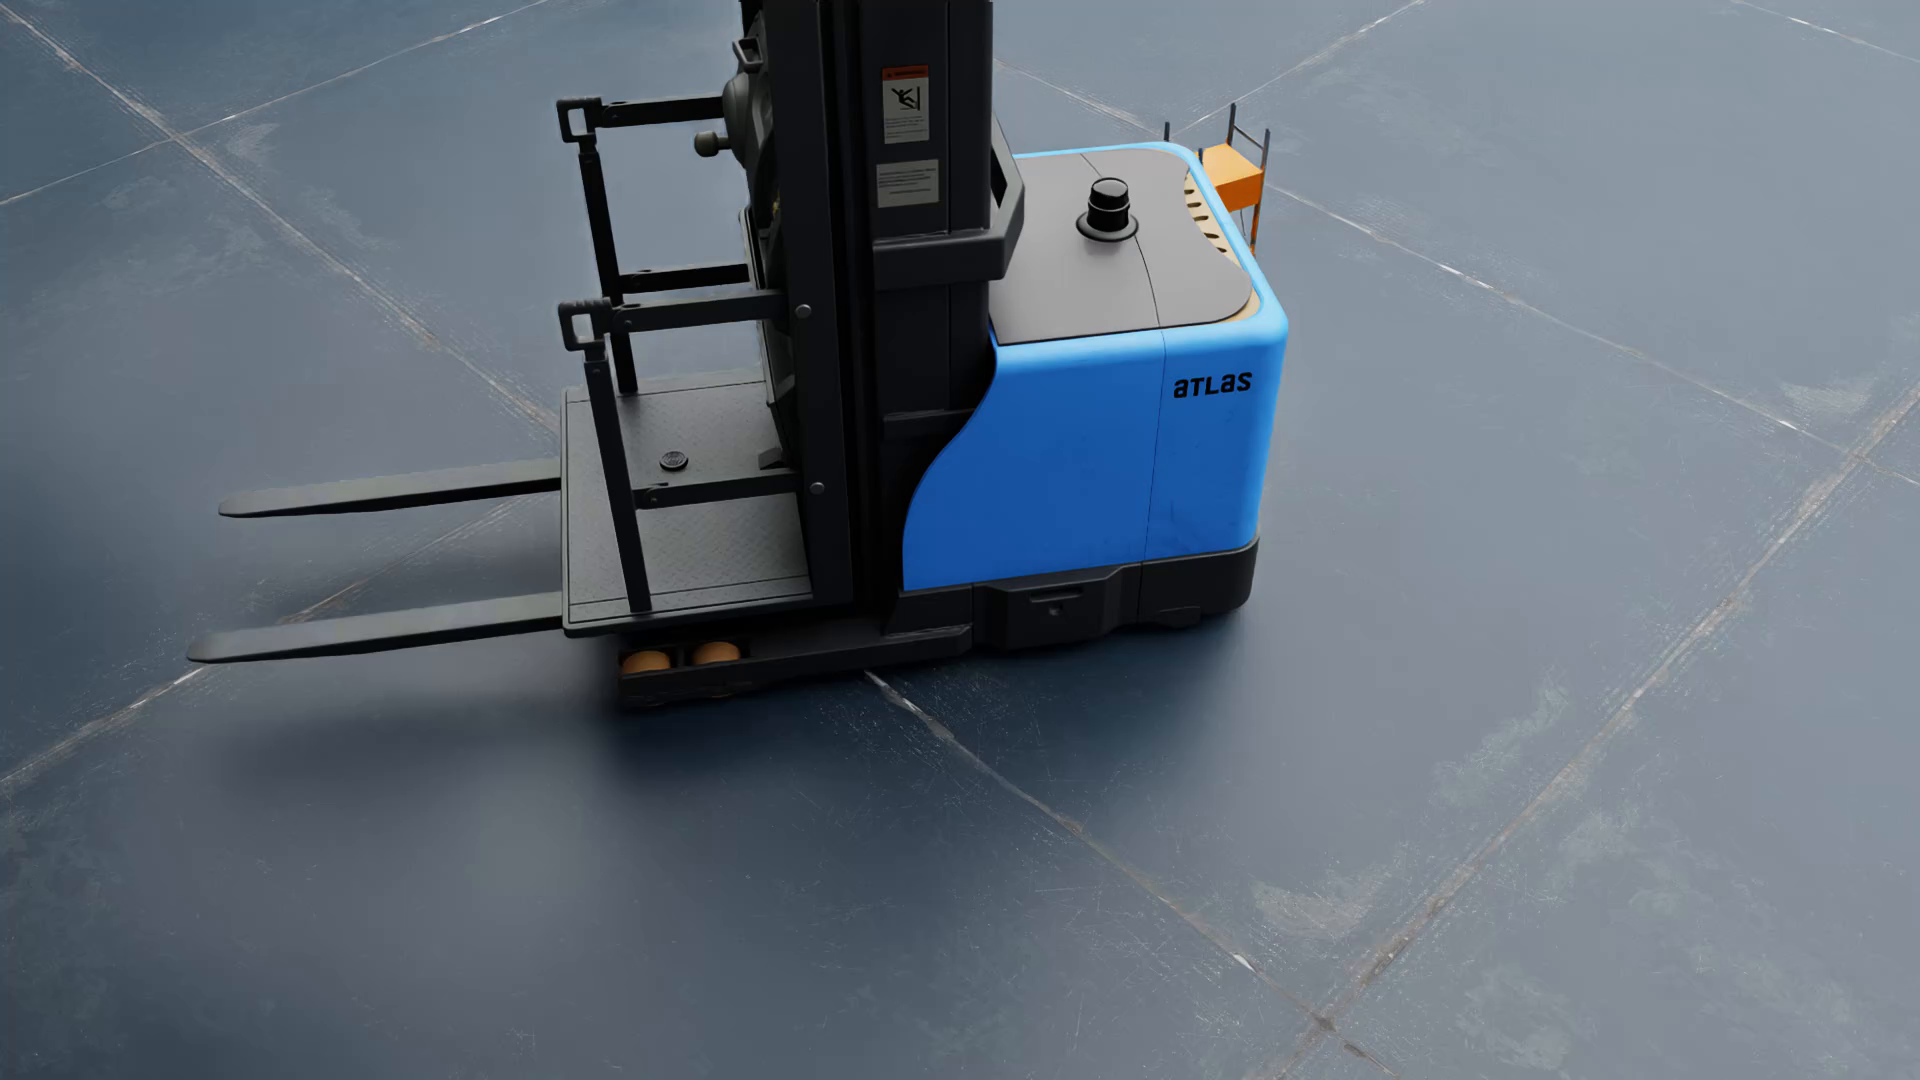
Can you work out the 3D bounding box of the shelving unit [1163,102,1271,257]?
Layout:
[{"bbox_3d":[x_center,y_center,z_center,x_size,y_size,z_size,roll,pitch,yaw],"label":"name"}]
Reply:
[{"bbox_3d":[0.789,-0.879,5.426,0.252,1.050,0.215,-20,46,-20],"label":"shelving unit"}]

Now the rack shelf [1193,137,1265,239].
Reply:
[{"bbox_3d":[0.787,-1.078,5.240,0.240,0.259,0.215,-20,46,-20],"label":"rack shelf"}]

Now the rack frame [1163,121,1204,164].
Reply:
[{"bbox_3d":[0.681,-0.839,5.385,0.008,1.050,0.200,-20,46,-20],"label":"rack frame"}]

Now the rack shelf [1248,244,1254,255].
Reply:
[{"bbox_3d":[0.789,-0.871,5.433,0.240,0.259,0.215,-20,46,-20],"label":"rack shelf"}]

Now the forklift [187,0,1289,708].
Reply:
[{"bbox_3d":[-0.695,-0.991,4.163,3.031,2.935,1.130,-7,43,-8],"label":"forklift"}]

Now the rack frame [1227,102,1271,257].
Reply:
[{"bbox_3d":[0.897,-0.918,5.467,0.008,1.050,0.200,-20,46,-20],"label":"rack frame"}]
